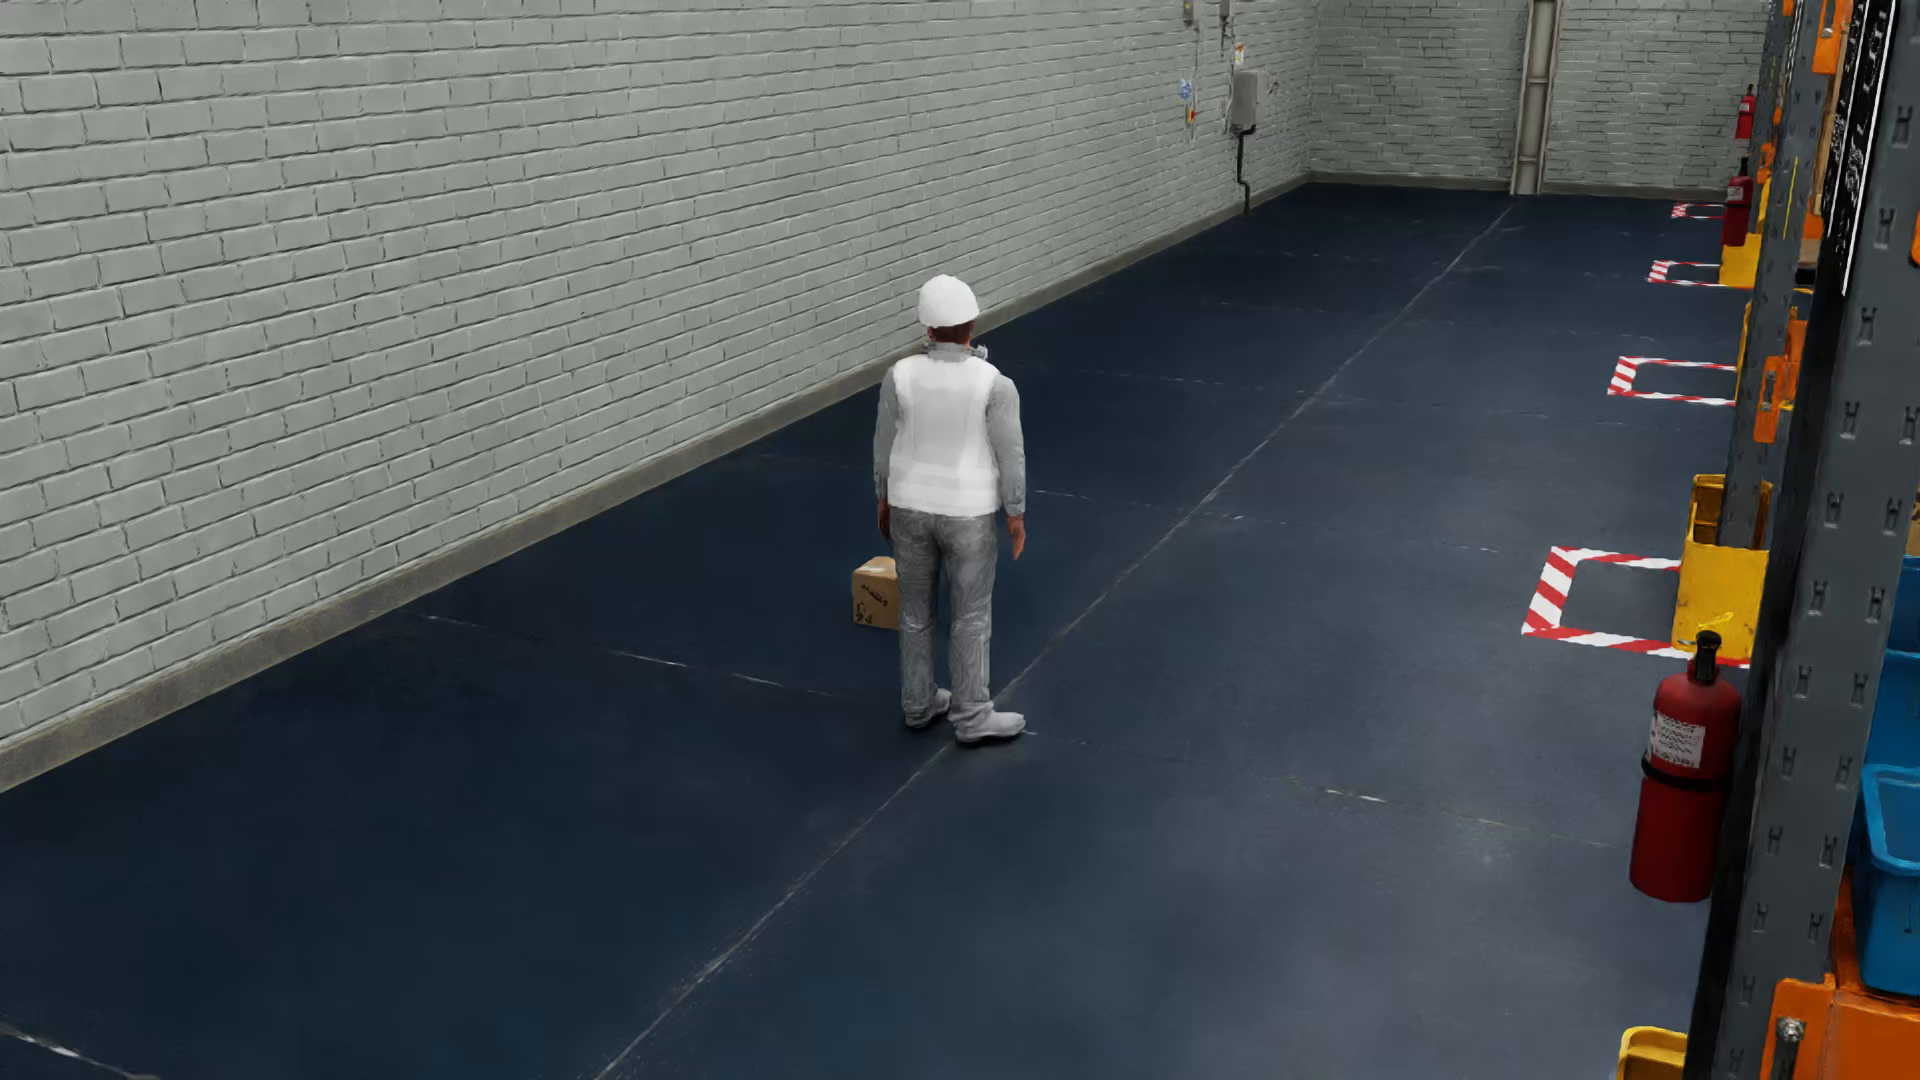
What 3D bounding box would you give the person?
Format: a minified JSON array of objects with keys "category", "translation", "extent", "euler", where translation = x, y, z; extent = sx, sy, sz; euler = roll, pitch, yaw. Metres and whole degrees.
[{"category":"person","translation":[-0.036,-0.116,6.282],"extent":[0.591,1.784,0.385],"euler":[6,20,16]}]
